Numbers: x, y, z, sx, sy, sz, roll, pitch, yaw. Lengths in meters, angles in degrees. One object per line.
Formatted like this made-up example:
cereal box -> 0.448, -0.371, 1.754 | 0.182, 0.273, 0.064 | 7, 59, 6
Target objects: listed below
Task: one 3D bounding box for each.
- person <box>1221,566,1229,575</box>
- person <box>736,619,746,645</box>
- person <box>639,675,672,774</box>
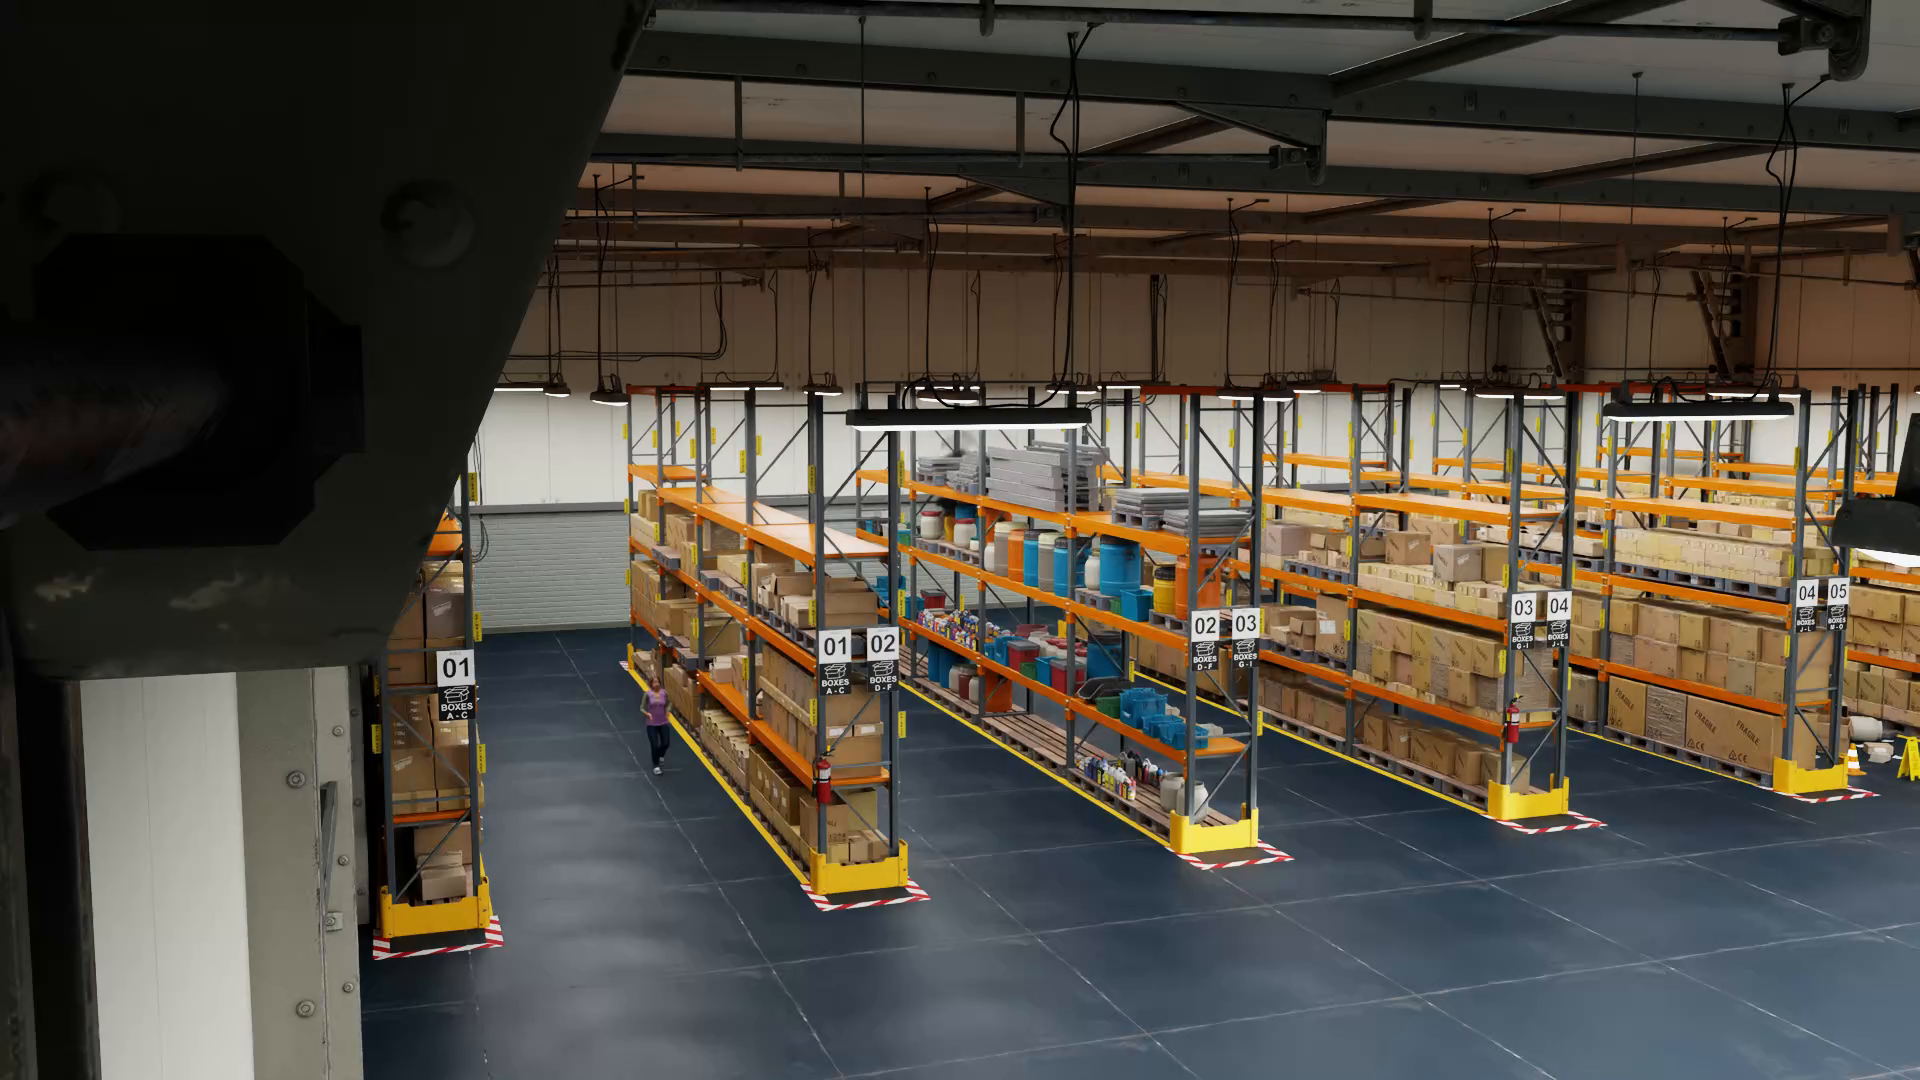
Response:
person -> 6.208, 1.364, 39.885 | 0.721, 1.687, 0.953 | 2, 6, 20
person -> -4.728, 1.832, 35.504 | 0.616, 1.746, 0.742 | -4, 7, -31
person -> -4.716, 2.882, 25.917 | 0.529, 1.554, 0.541 | -2, 6, -20
